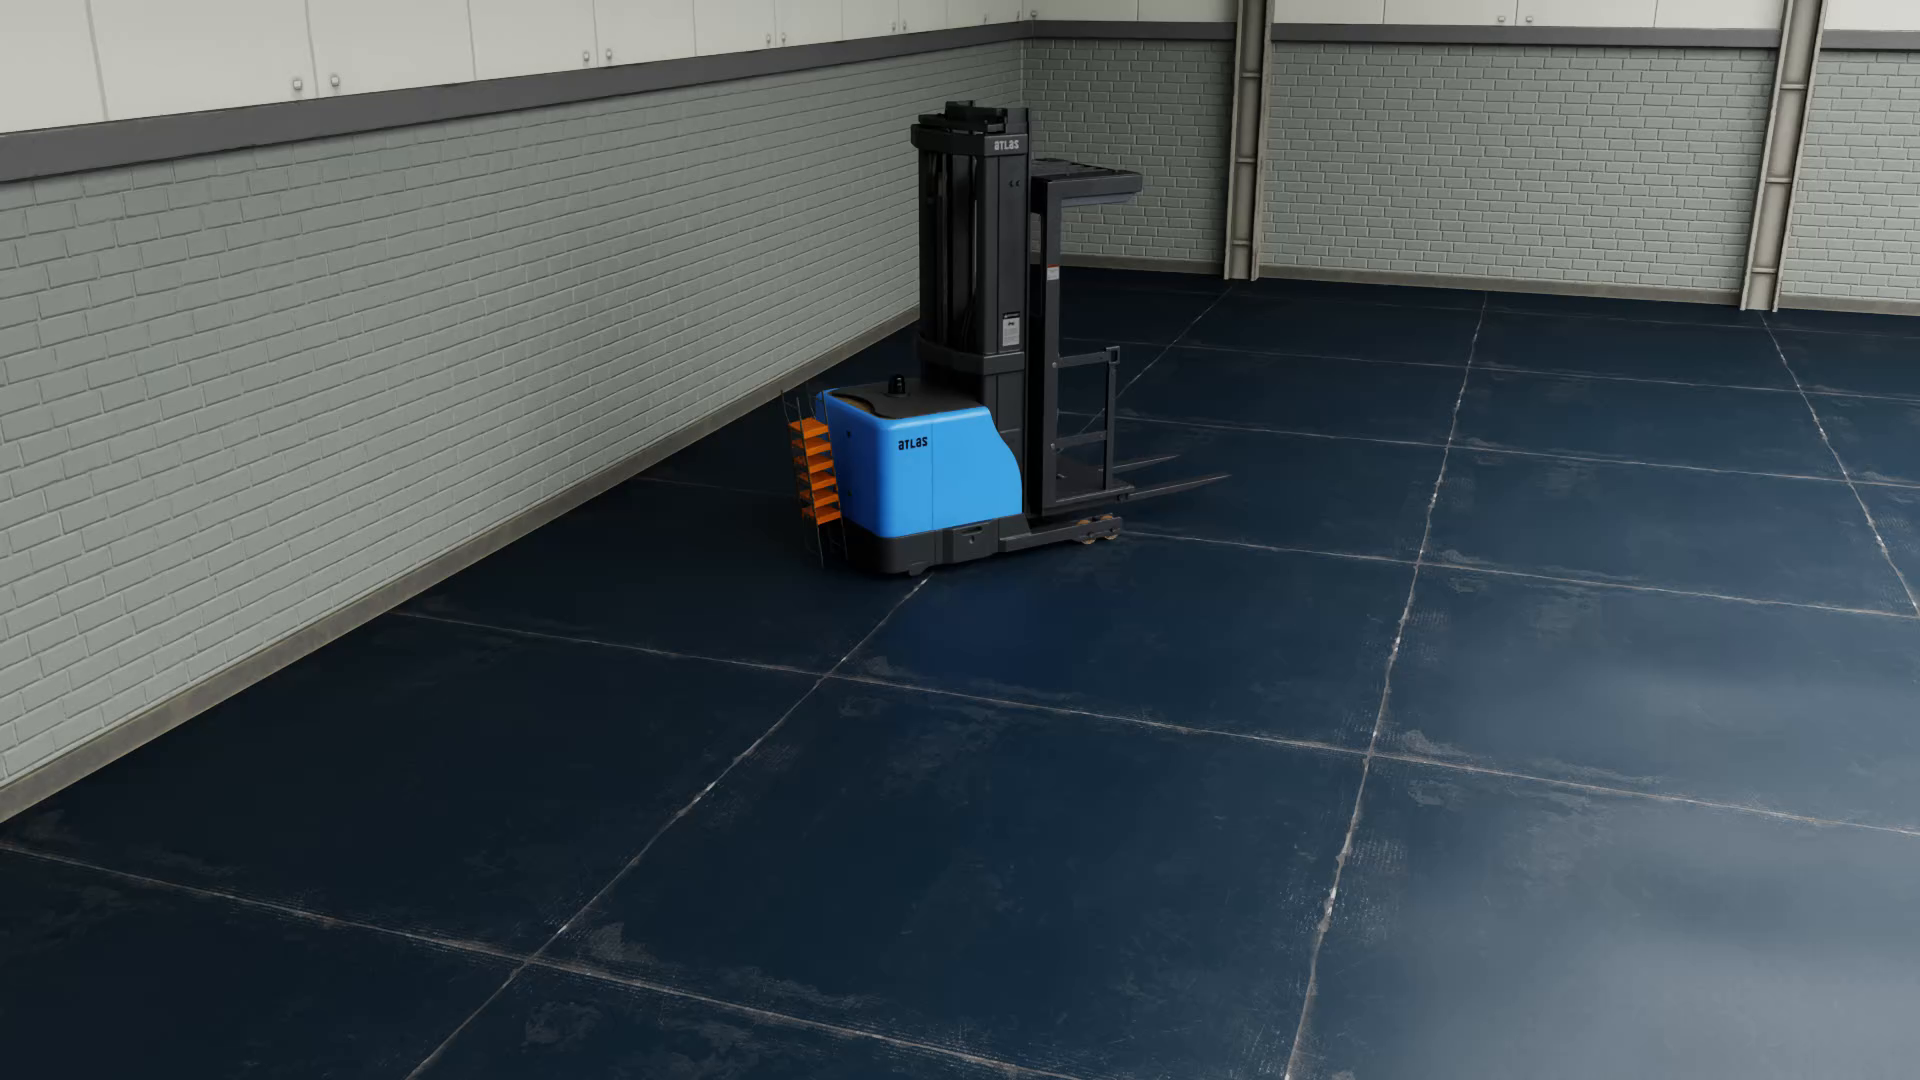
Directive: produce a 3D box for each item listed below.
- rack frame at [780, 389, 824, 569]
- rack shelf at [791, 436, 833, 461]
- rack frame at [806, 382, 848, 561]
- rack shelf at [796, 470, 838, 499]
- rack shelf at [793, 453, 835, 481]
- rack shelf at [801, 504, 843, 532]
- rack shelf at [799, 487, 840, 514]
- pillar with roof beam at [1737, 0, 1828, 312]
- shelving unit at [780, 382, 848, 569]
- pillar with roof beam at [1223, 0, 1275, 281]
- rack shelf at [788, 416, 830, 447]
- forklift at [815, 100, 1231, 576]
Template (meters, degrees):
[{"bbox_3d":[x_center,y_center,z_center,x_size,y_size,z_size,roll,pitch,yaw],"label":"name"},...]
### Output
[{"bbox_3d":[-1.031,-0.391,10.889,0.006,1.200,0.240,-19,26,-27],"label":"rack frame"},{"bbox_3d":[-0.975,-0.597,10.854,0.180,0.103,0.258,-19,26,-27],"label":"rack shelf"},{"bbox_3d":[-0.877,-0.445,10.972,0.006,1.200,0.240,-19,26,-27],"label":"rack frame"},{"bbox_3d":[-0.949,-0.377,10.948,0.180,0.103,0.258,-19,26,-27],"label":"rack shelf"},{"bbox_3d":[-0.962,-0.487,10.901,0.180,0.103,0.258,-19,26,-27],"label":"rack shelf"},{"bbox_3d":[-0.923,-0.158,11.041,0.180,0.103,0.258,-19,26,-27],"label":"rack shelf"},{"bbox_3d":[-0.936,-0.268,10.994,0.180,0.103,0.258,-19,26,-27],"label":"rack shelf"},{"bbox_3d":[7.830,-5.596,13.959,0.400,9.000,9.100,7,20,18],"label":"pillar with roof beam"},{"bbox_3d":[-0.954,-0.418,10.930,0.189,1.200,0.258,-19,26,-27],"label":"shelving unit"},{"bbox_3d":[2.162,-6.244,15.819,0.400,9.000,9.100,7,20,18],"label":"pillar with roof beam"},{"bbox_3d":[-0.988,-0.707,10.807,0.180,0.103,0.258,-19,26,-27],"label":"rack shelf"},{"bbox_3d":[0.538,-1.491,11.400,3.031,2.935,1.130,-11,22,-29],"label":"forklift"}]
